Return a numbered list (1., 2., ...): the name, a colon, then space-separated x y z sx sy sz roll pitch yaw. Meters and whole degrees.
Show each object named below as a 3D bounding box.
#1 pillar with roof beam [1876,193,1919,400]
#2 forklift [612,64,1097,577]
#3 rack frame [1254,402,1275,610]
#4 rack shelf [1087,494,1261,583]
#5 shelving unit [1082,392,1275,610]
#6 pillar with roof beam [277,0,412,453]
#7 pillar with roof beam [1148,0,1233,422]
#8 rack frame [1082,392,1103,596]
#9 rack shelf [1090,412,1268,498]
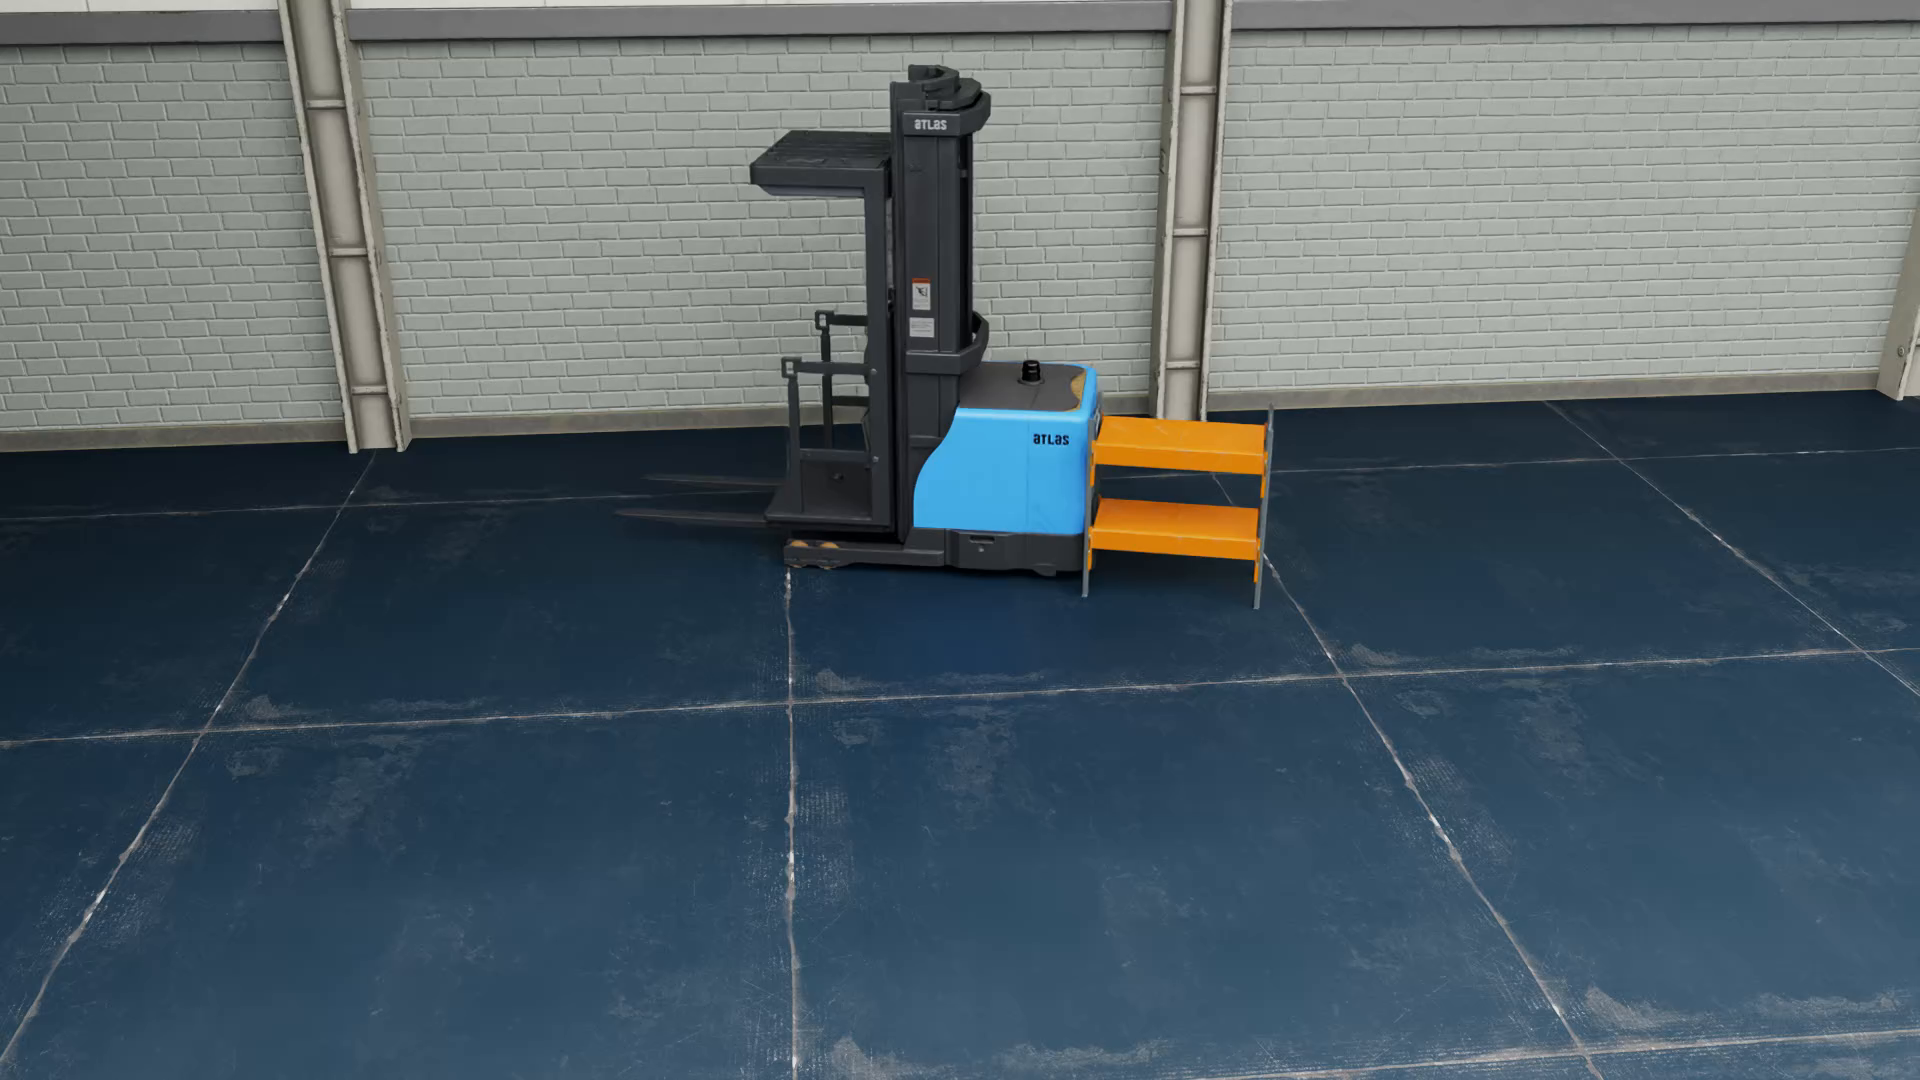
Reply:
1. pillar with roof beam: 8.071 -3.557 7.673 0.400 9.000 9.100 -2 24 -5
2. forklift: -0.672 -1.363 10.209 3.031 2.935 1.130 3 24 6
3. rack frame: 1.797 -0.202 9.820 0.032 1.125 0.500 4 24 9
4. rack shelf: 1.296 -0.016 10.003 1.000 0.278 0.538 4 24 9
5. shelving unit: 1.296 -0.239 9.904 1.048 1.125 0.538 4 24 9
6. pillar with roof beam: -3.871 -3.078 6.595 0.400 9.000 9.100 -2 24 -5
7. pillar with roof beam: 2.100 -3.317 7.134 0.400 9.000 9.100 -2 24 -5
8. rack frame: 0.796 -0.276 9.987 0.032 1.125 0.500 4 24 9
9. rack shelf: 1.296 -0.507 9.785 1.000 0.278 0.538 4 24 9
